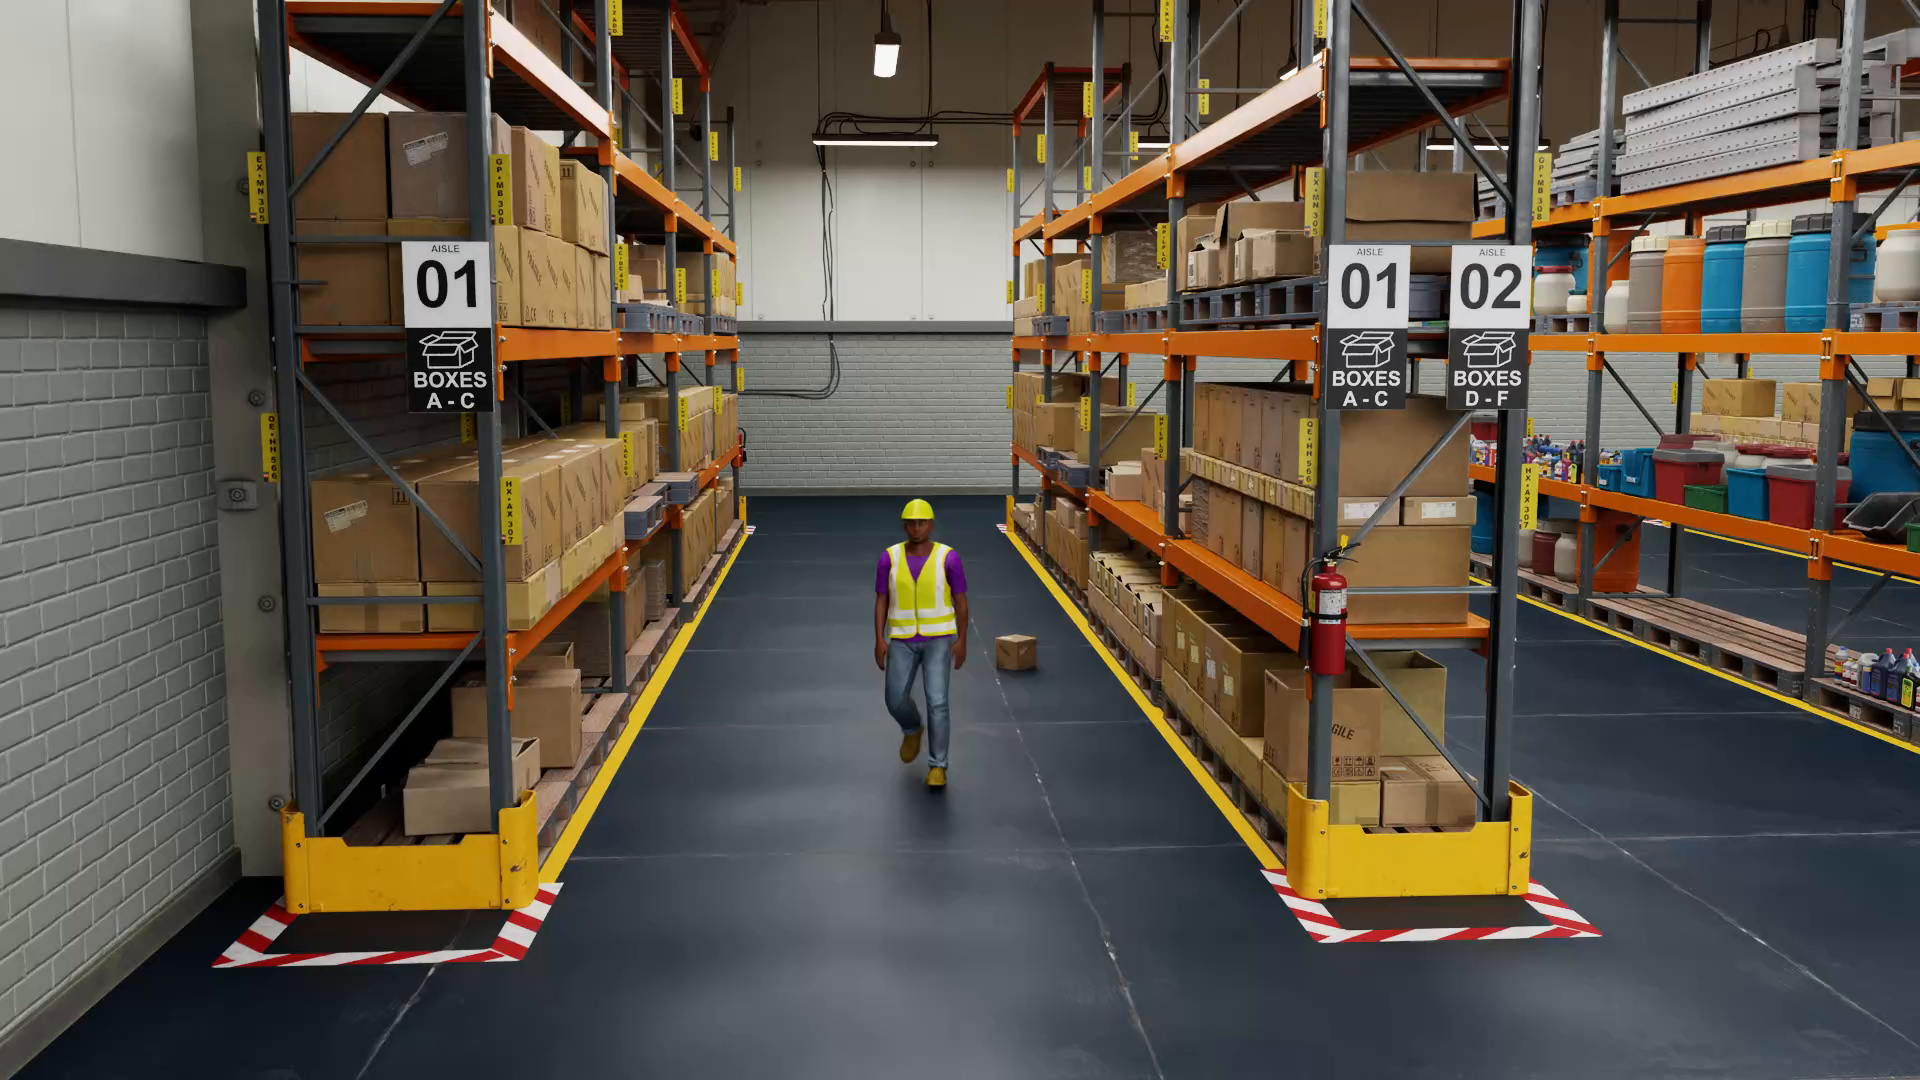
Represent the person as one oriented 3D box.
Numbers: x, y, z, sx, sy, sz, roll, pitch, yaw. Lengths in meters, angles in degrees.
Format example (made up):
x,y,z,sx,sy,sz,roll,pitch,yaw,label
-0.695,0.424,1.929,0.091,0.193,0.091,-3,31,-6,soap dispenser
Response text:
x,y,z,sx,sy,sz,roll,pitch,yaw,label
-0.247,0.620,10.363,0.593,1.752,0.625,1,7,7,person
